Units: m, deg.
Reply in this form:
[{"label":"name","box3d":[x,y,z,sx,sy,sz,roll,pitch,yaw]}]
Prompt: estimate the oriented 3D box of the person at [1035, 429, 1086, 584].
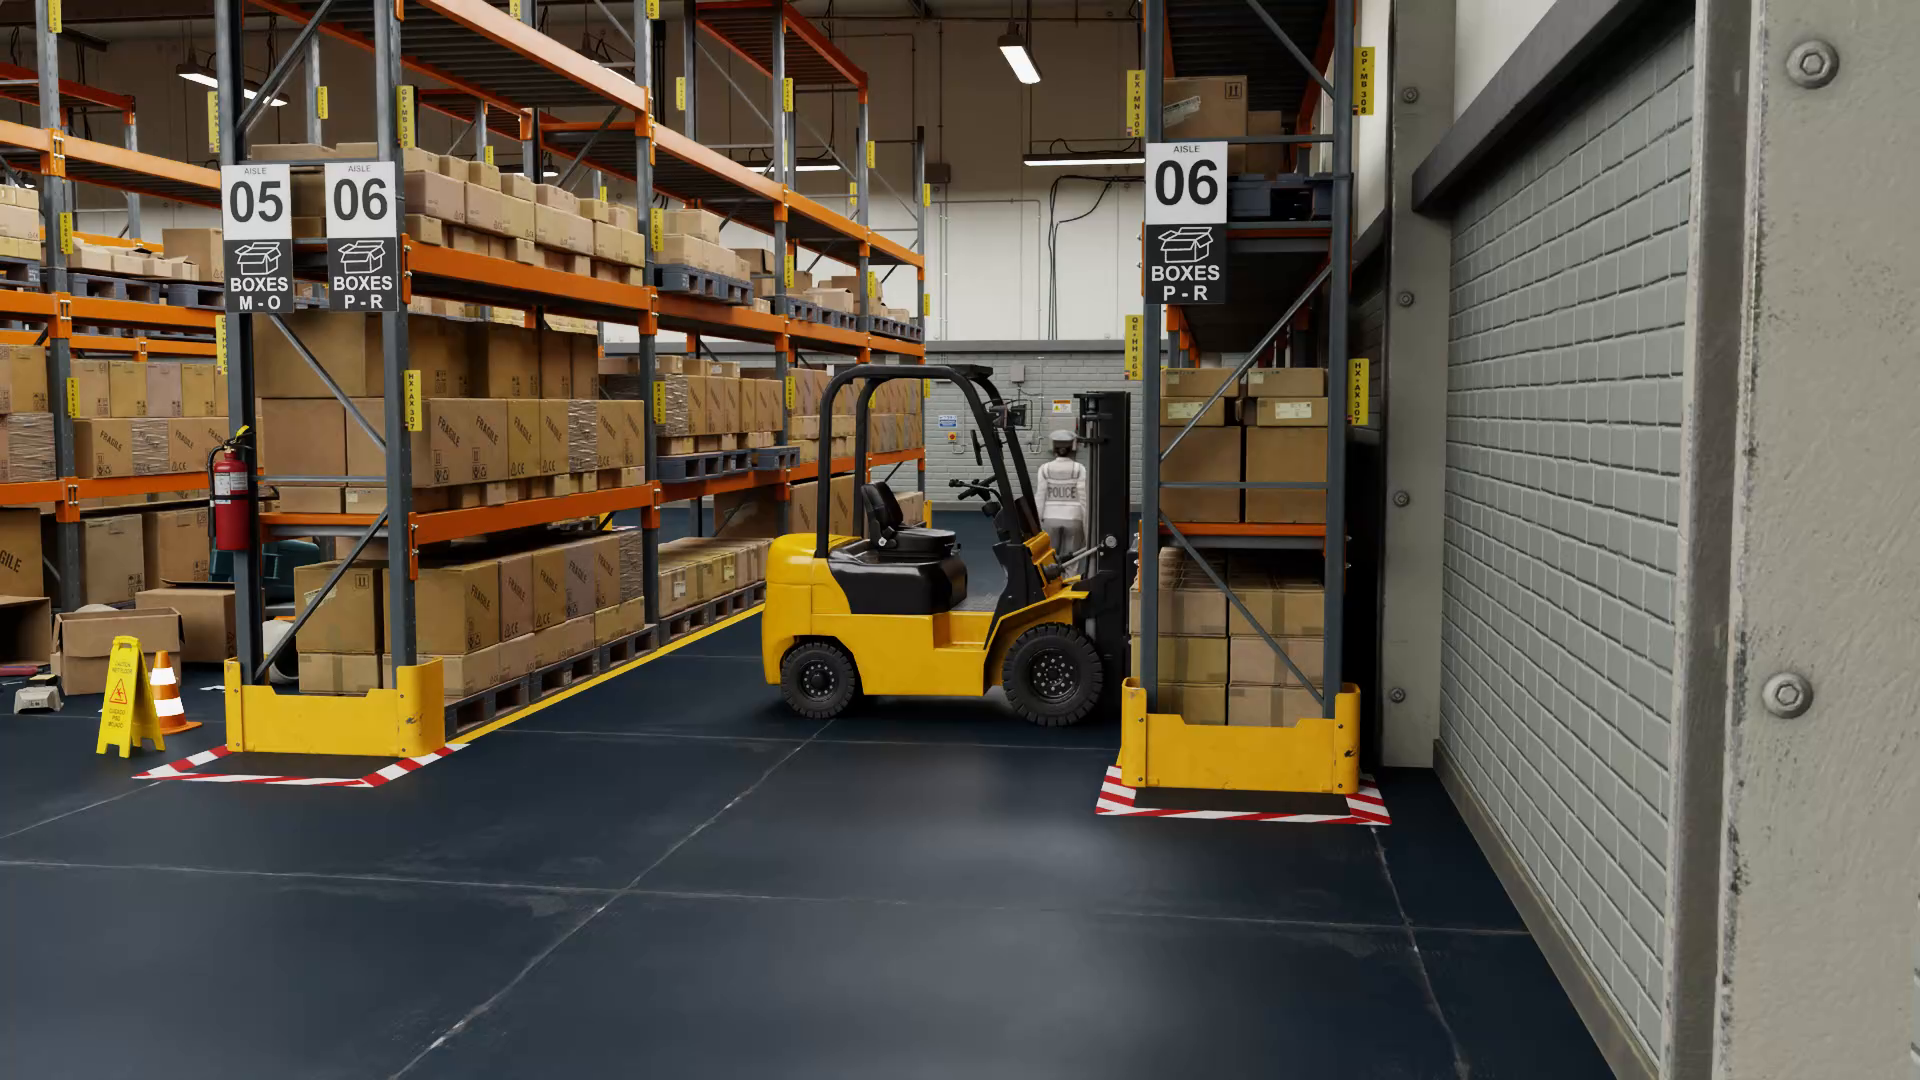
[{"label":"person","box3d":[0.888,-0.117,14.463,0.487,1.687,0.346,1,5,9]}]
